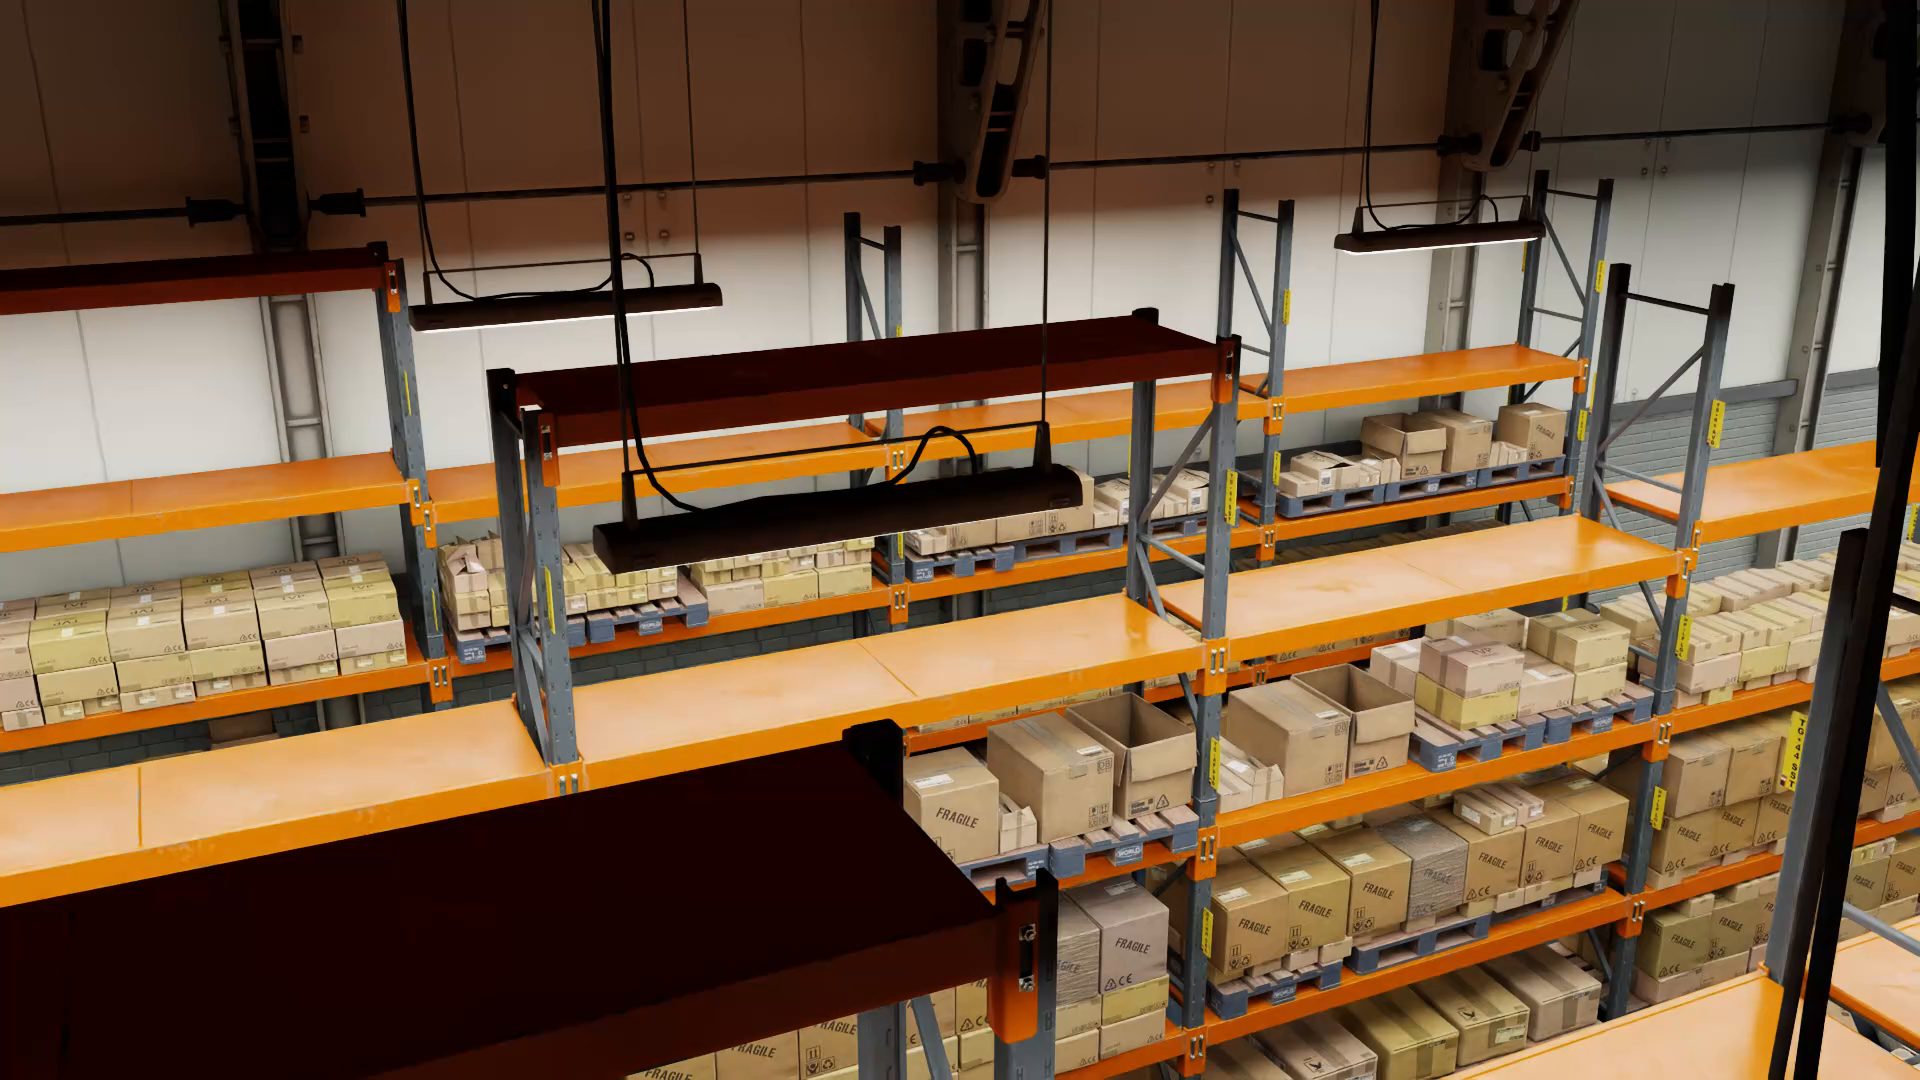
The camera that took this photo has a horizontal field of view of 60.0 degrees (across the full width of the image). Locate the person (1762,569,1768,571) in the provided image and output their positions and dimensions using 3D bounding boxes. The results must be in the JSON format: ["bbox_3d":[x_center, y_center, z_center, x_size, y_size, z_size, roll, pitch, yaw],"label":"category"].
[{"bbox_3d":[8.979,1.149,18.782,0.833,1.749,0.618,3,19,9],"label":"person"}]
